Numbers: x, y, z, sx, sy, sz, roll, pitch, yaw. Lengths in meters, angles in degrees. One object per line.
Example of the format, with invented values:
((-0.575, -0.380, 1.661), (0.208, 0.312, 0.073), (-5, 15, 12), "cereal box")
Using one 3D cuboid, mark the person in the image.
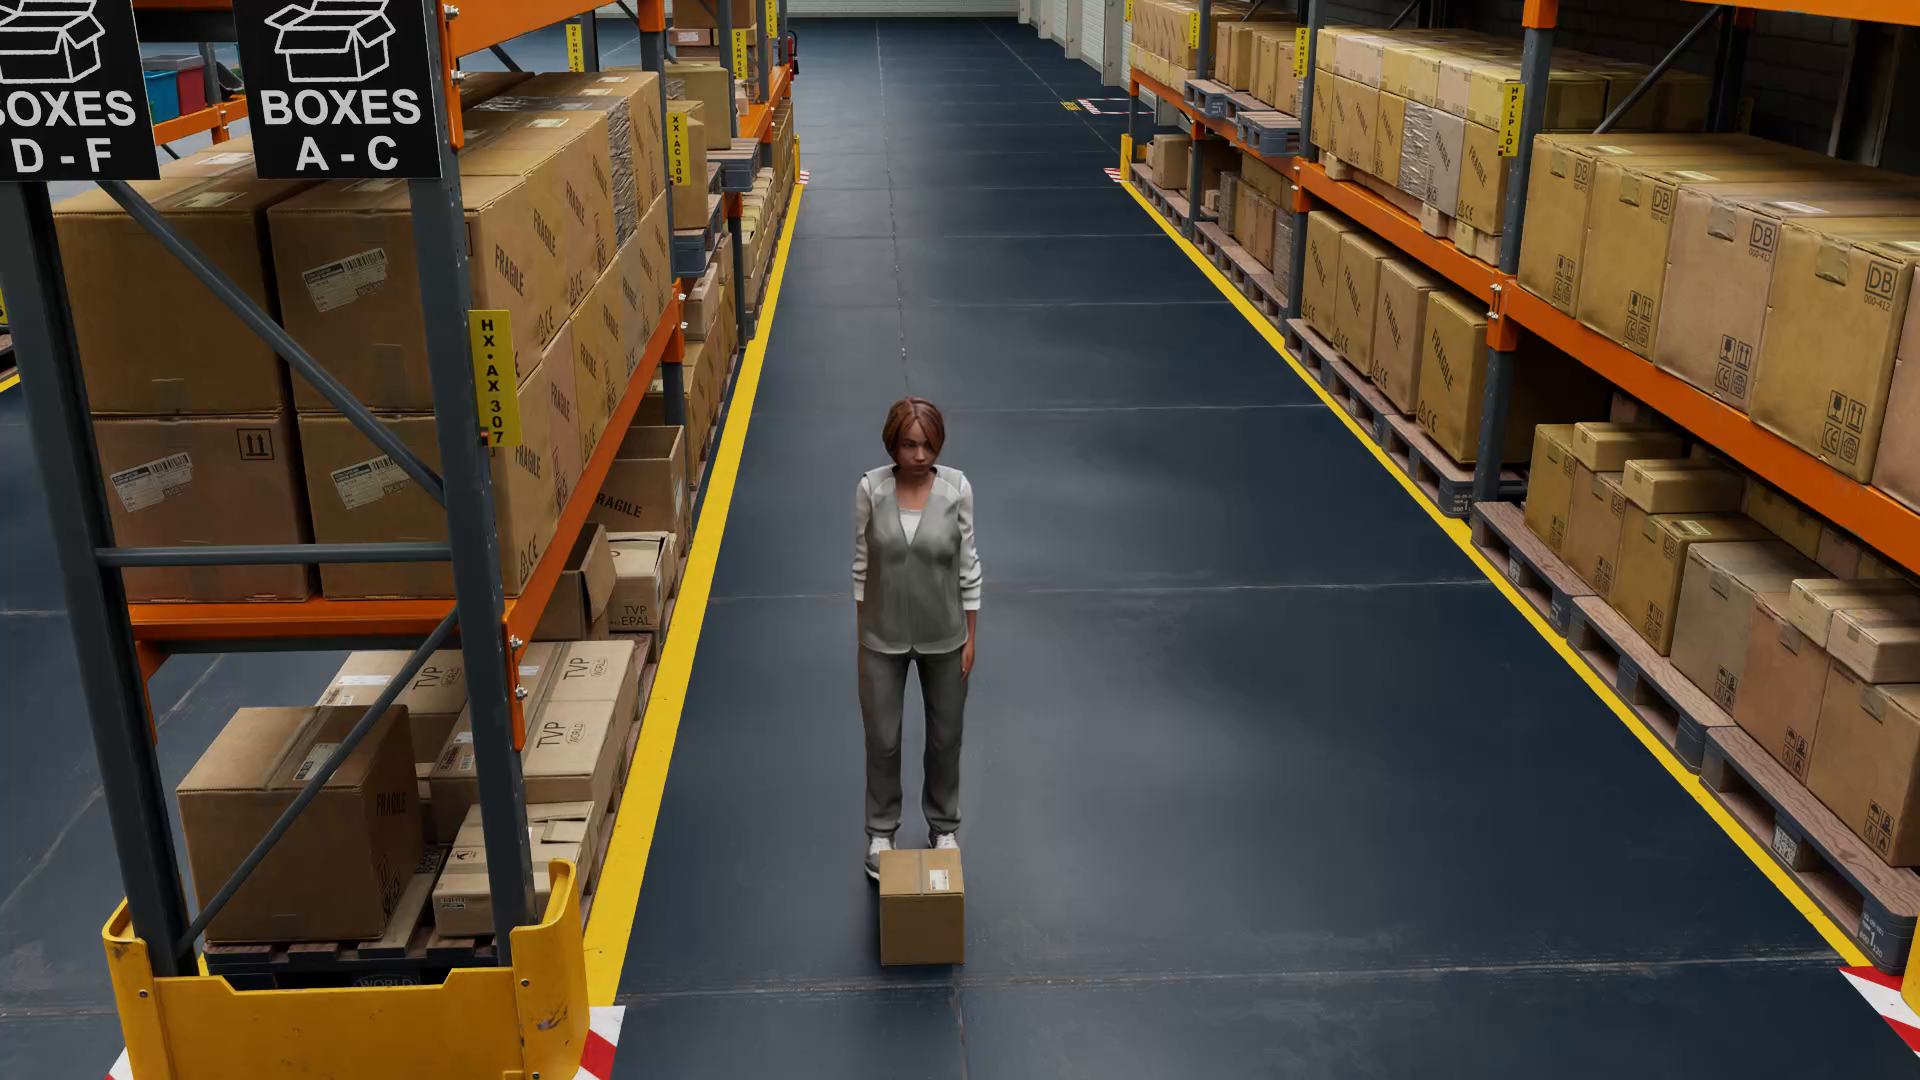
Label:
((-0.133, 0.322, 5.254), (0.406, 1.600, 0.311), (-1, 21, -2), "person")
